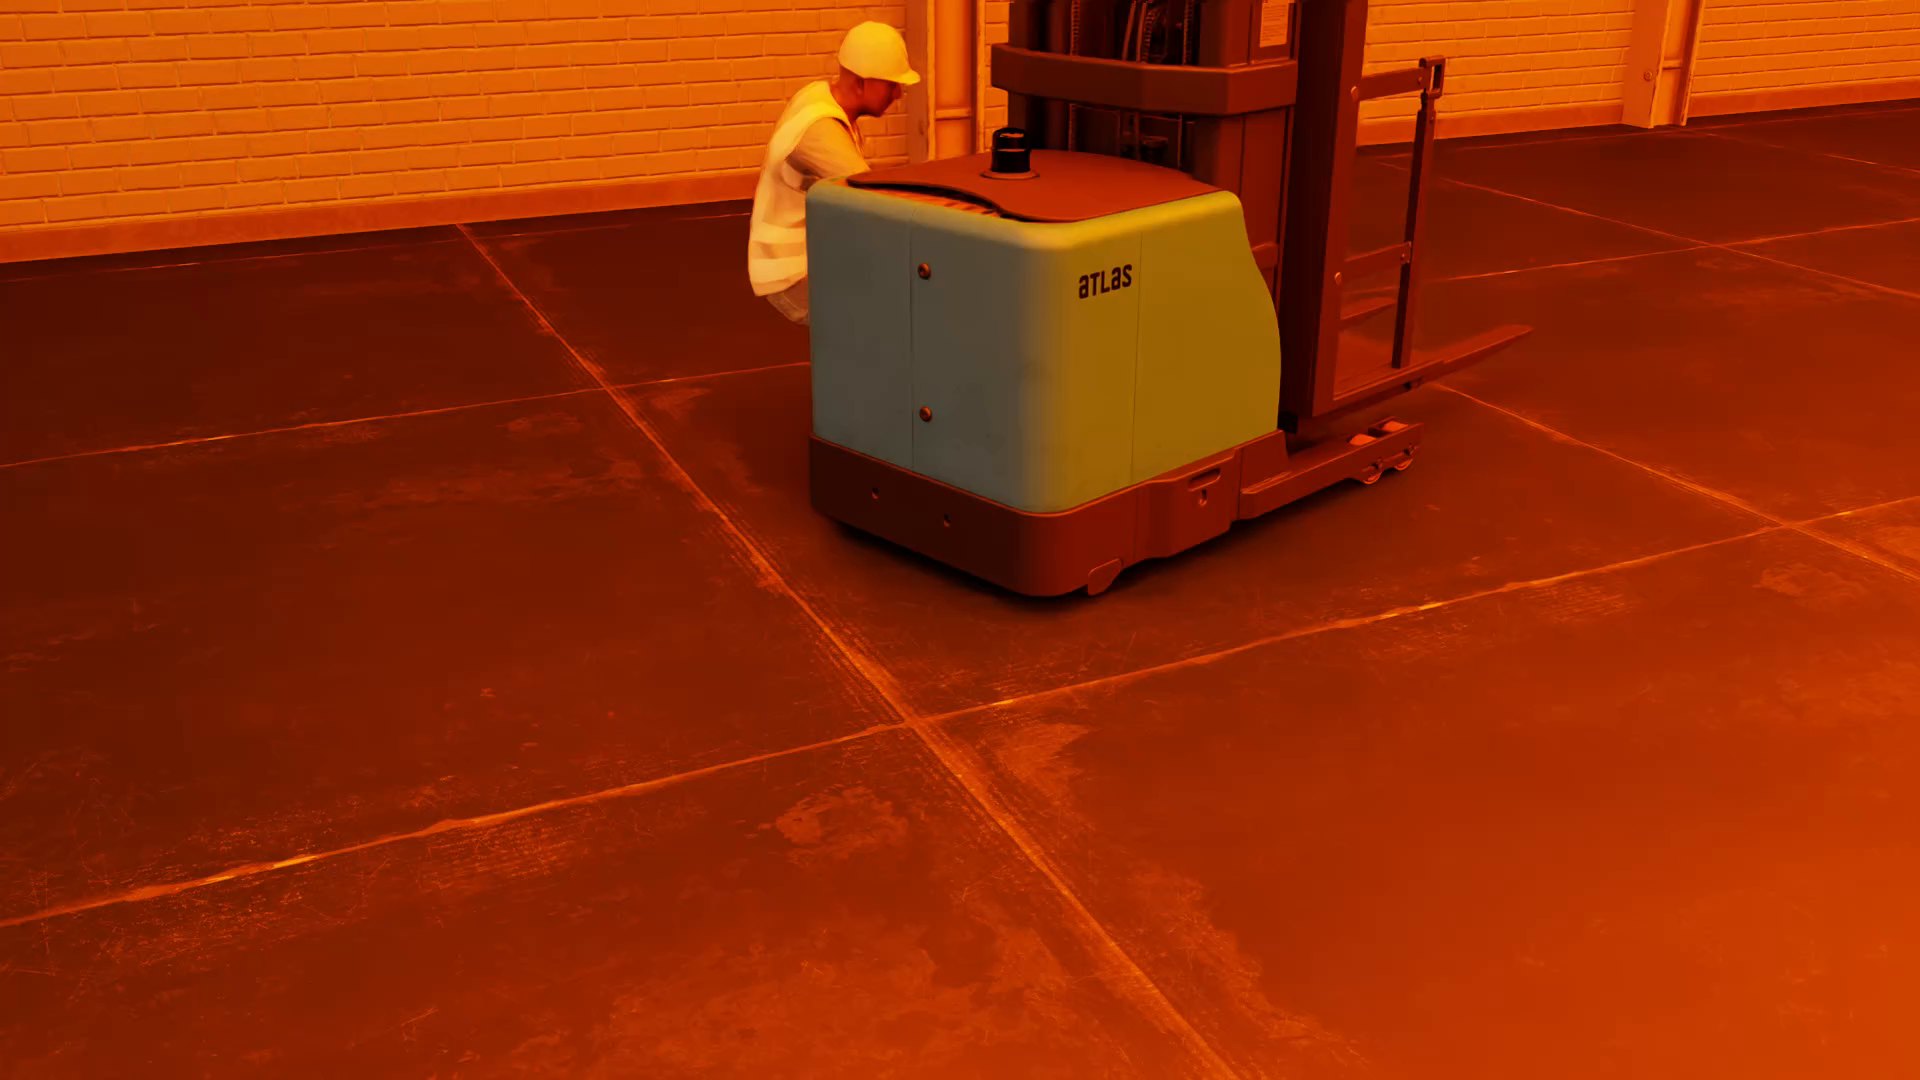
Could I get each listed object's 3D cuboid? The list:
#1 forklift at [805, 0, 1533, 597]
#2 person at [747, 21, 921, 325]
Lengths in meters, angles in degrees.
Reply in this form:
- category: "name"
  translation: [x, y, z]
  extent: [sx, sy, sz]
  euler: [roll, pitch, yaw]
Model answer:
- category: "forklift"
  translation: [0.938, -1.665, 5.293]
  extent: [3.031, 2.935, 1.130]
  euler: [-21, 30, -40]
- category: "person"
  translation: [-0.225, -0.952, 5.566]
  extent: [0.948, 1.521, 0.939]
  euler: [0, 23, 0]
